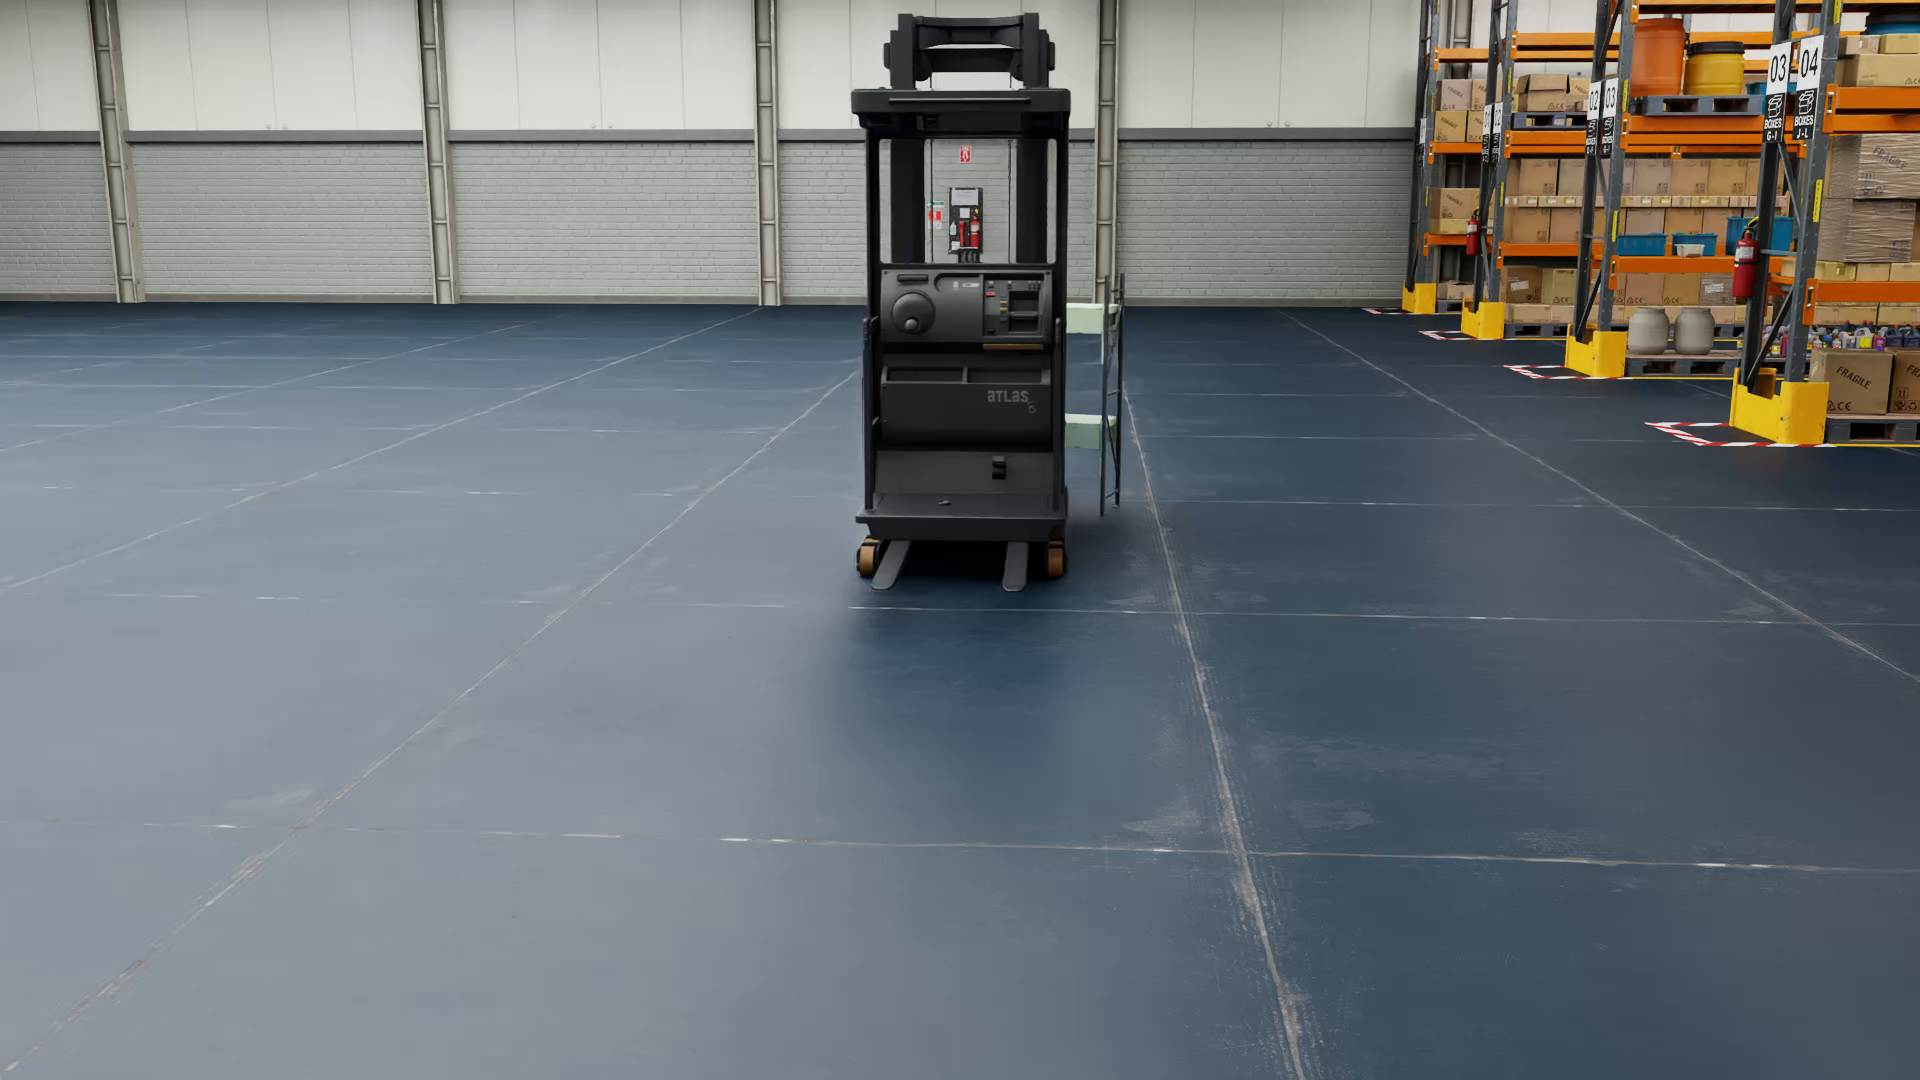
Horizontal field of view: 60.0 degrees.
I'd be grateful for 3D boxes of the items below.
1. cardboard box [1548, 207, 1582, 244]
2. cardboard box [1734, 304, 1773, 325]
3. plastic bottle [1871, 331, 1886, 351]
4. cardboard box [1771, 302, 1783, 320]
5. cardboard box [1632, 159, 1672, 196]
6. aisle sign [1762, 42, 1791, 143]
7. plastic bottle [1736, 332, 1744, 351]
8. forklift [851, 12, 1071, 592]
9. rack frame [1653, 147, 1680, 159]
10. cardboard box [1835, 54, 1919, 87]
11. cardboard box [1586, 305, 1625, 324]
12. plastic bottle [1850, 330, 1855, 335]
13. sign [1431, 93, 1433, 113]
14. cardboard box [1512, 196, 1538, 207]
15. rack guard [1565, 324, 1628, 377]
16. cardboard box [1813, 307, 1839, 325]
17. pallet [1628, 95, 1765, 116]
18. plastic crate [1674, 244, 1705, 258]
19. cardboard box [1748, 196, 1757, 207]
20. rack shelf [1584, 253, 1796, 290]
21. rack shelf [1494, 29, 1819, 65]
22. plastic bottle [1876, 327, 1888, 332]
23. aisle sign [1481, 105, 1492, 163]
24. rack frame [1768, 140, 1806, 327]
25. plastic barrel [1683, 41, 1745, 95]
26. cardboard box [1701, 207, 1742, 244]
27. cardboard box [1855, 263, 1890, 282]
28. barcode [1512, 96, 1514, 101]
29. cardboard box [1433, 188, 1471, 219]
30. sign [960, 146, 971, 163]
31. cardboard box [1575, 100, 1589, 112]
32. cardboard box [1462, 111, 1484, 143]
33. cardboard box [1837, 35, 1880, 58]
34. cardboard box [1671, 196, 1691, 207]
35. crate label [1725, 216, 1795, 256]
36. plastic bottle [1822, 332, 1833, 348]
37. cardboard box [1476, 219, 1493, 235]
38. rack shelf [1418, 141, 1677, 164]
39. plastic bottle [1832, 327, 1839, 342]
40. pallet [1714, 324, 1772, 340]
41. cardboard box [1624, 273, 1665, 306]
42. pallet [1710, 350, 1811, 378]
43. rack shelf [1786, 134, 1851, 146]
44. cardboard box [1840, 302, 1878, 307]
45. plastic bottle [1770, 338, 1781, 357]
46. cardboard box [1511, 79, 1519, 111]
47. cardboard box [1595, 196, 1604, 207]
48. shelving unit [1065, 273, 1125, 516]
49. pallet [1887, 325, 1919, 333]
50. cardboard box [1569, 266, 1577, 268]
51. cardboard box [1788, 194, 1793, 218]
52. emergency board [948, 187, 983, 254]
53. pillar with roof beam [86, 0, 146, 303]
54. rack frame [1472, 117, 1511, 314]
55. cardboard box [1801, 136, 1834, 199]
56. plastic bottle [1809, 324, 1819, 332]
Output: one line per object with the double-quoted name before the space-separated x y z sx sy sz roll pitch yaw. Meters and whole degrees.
"cardboard box" 8.452 -4.419 23.323 0.500 0.500 0.700 1 12 5
"cardboard box" 10.976 -3.152 23.199 0.500 0.250 0.500 1 12 4
"plastic bottle" 10.100 -2.151 18.283 0.133 0.283 0.061 2 12 8
"cardboard box" 11.887 -3.244 23.638 0.500 0.250 0.500 1 12 3
"cardboard box" 9.508 -5.040 23.122 0.500 0.500 0.700 1 12 4
"aisle sign" 6.755 -3.696 13.762 0.004 0.787 0.394 1 12 4
"plastic bottle" 8.989 -2.283 19.118 0.097 0.201 0.097 0 12 0
"forklift" 0.025 -1.298 8.815 1.130 2.935 3.031 1 12 3
"rack frame" 11.781 -5.342 27.982 0.127 3.000 1.000 1 12 4
"cardboard box" 7.260 -3.697 13.155 0.500 0.250 0.500 1 12 5
"cardboard box" 8.981 -3.179 23.330 0.500 0.250 0.500 1 12 4
"plastic bottle" 9.924 -2.183 18.436 0.133 0.283 0.061 1 12 4
"sign" 7.754 -7.182 27.317 0.005 0.325 0.100 1 12 4
"cardboard box" 7.840 -4.702 23.093 0.250 0.149 0.380 1 12 3
"rack guard" 7.207 -2.158 18.865 0.348 0.500 1.175 1 12 4
"cardboard box" 11.839 -3.134 23.114 0.500 0.250 0.500 1 12 2
"pallet" 7.947 -4.718 18.131 1.213 0.211 1.003 1 12 4
"plastic crate" 7.999 -3.166 18.222 0.250 0.136 0.298 1 12 4
"cardboard box" 10.921 -4.661 22.894 0.250 0.149 0.380 1 12 3
"rack shelf" 9.123 -2.994 18.511 4.000 0.370 1.077 1 12 4
"rack shelf" 9.458 -6.746 22.775 4.000 0.370 1.077 1 12 4
"plastic bottle" 10.506 -2.293 18.984 0.135 0.276 0.152 1 12 6
"aisle sign" 7.417 -5.719 23.431 0.004 0.787 0.394 1 12 4
"rack frame" 11.453 -4.330 23.144 0.127 3.000 1.000 1 12 4
"plastic barrel" 8.274 -5.150 18.248 0.600 0.588 0.600 0 12 0
"cardboard box" 10.484 -4.390 23.185 0.500 0.500 0.700 1 12 3
"cardboard box" 7.313 -2.179 13.470 0.250 0.149 0.380 1 12 4
"barcode" 7.796 -6.232 23.490 0.075 0.075 0.001 1 12 4
"cardboard box" 8.246 -5.633 27.855 0.500 0.500 0.500 1 12 4
"sign" 0.095 -6.843 29.495 0.199 0.298 0.001 1 12 4
"cardboard box" 8.625 -5.952 22.818 0.250 0.149 0.380 1 12 4
"cardboard box" 8.640 -6.854 27.588 0.500 0.500 0.500 2 12 8
"cardboard box" 7.056 -3.900 13.155 0.250 0.149 0.380 1 12 3
"cardboard box" 9.901 -4.675 22.960 0.250 0.149 0.380 1 12 5
"crate label" 8.982 -3.421 18.708 0.616 0.435 0.502 1 12 4
"plastic bottle" 9.560 -2.156 18.337 0.097 0.271 0.097 0 12 0
"cardboard box" 8.774 -5.258 27.895 0.500 0.250 0.500 0 12 2
"rack shelf" 9.785 -6.486 27.879 4.000 0.370 1.077 1 12 4
"plastic bottle" 10.004 -2.291 18.984 0.097 0.271 0.097 0 12 0
"pallet" 10.663 -2.985 23.522 1.213 0.211 1.003 1 12 4
"cardboard box" 9.479 -3.538 23.214 0.500 0.500 0.500 1 12 4
"pallet" 9.231 -1.988 18.754 1.213 0.211 1.003 1 12 4
"rack shelf" 13.449 -5.419 22.780 4.000 0.370 1.077 1 12 4
"cardboard box" 12.348 -3.400 23.017 0.500 0.311 0.500 1 12 3
"plastic bottle" 9.019 -2.129 18.380 0.097 0.201 0.097 0 12 0
"cardboard box" 9.167 -7.337 27.455 0.500 0.500 0.500 1 12 5
"cardboard box" 8.870 -4.688 23.027 0.250 0.149 0.380 0 12 2
"shelving unit" 0.621 -0.949 10.634 0.755 1.500 0.431 4 12 20
"pallet" 13.412 -2.947 23.342 1.213 0.211 1.003 1 12 4
"cardboard box" 9.016 -3.655 23.772 0.500 0.500 0.500 1 12 4
"cardboard box" 14.058 -5.569 27.746 0.500 0.500 0.700 1 12 4
"emergency board" 0.096 -5.688 29.634 0.643 1.169 0.194 1 12 4
"pillar with roof beam" -15.688 -7.950 25.794 0.400 9.000 9.100 1 12 4
"rack frame" 7.462 -4.385 23.406 0.127 3.000 1.000 1 12 4
"cardboard box" 7.362 -3.088 13.793 0.500 0.500 0.500 1 12 4
"plastic bottle" 9.729 -2.342 19.031 0.185 0.351 0.144 1 12 3
